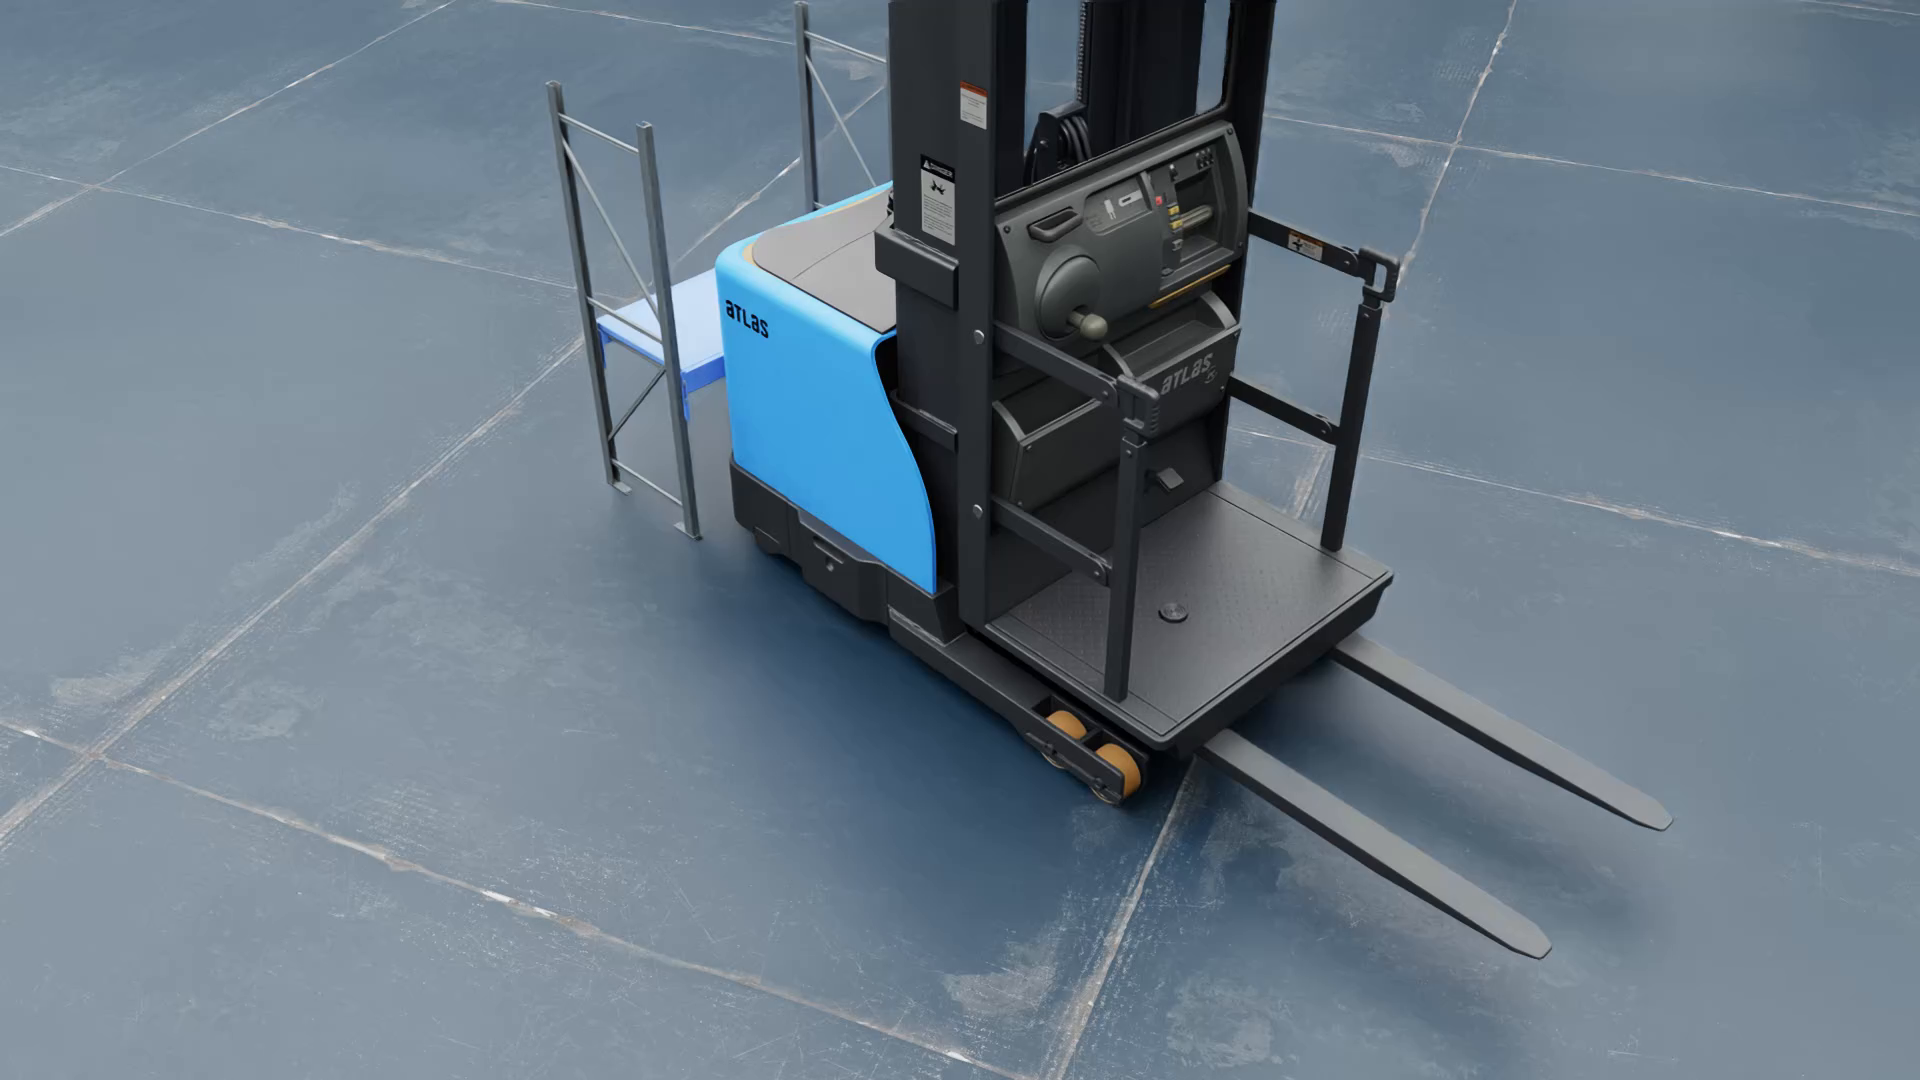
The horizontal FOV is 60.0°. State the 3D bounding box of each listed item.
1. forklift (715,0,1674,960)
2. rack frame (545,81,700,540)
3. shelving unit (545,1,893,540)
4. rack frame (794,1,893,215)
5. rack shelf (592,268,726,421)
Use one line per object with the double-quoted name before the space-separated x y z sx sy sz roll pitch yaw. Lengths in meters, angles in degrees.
"forklift" 0.601 -0.775 4.338 1.130 2.935 3.031 -30 46 -34
"rack frame" -1.091 -0.712 5.450 0.500 1.500 0.032 30 46 34
"shelving unit" -0.737 -0.930 5.742 0.538 1.500 1.048 30 46 34
"rack frame" -0.383 -1.149 6.034 0.500 1.500 0.032 30 46 34
"rack shelf" -0.737 -0.786 5.850 0.538 0.185 1.000 30 46 34
